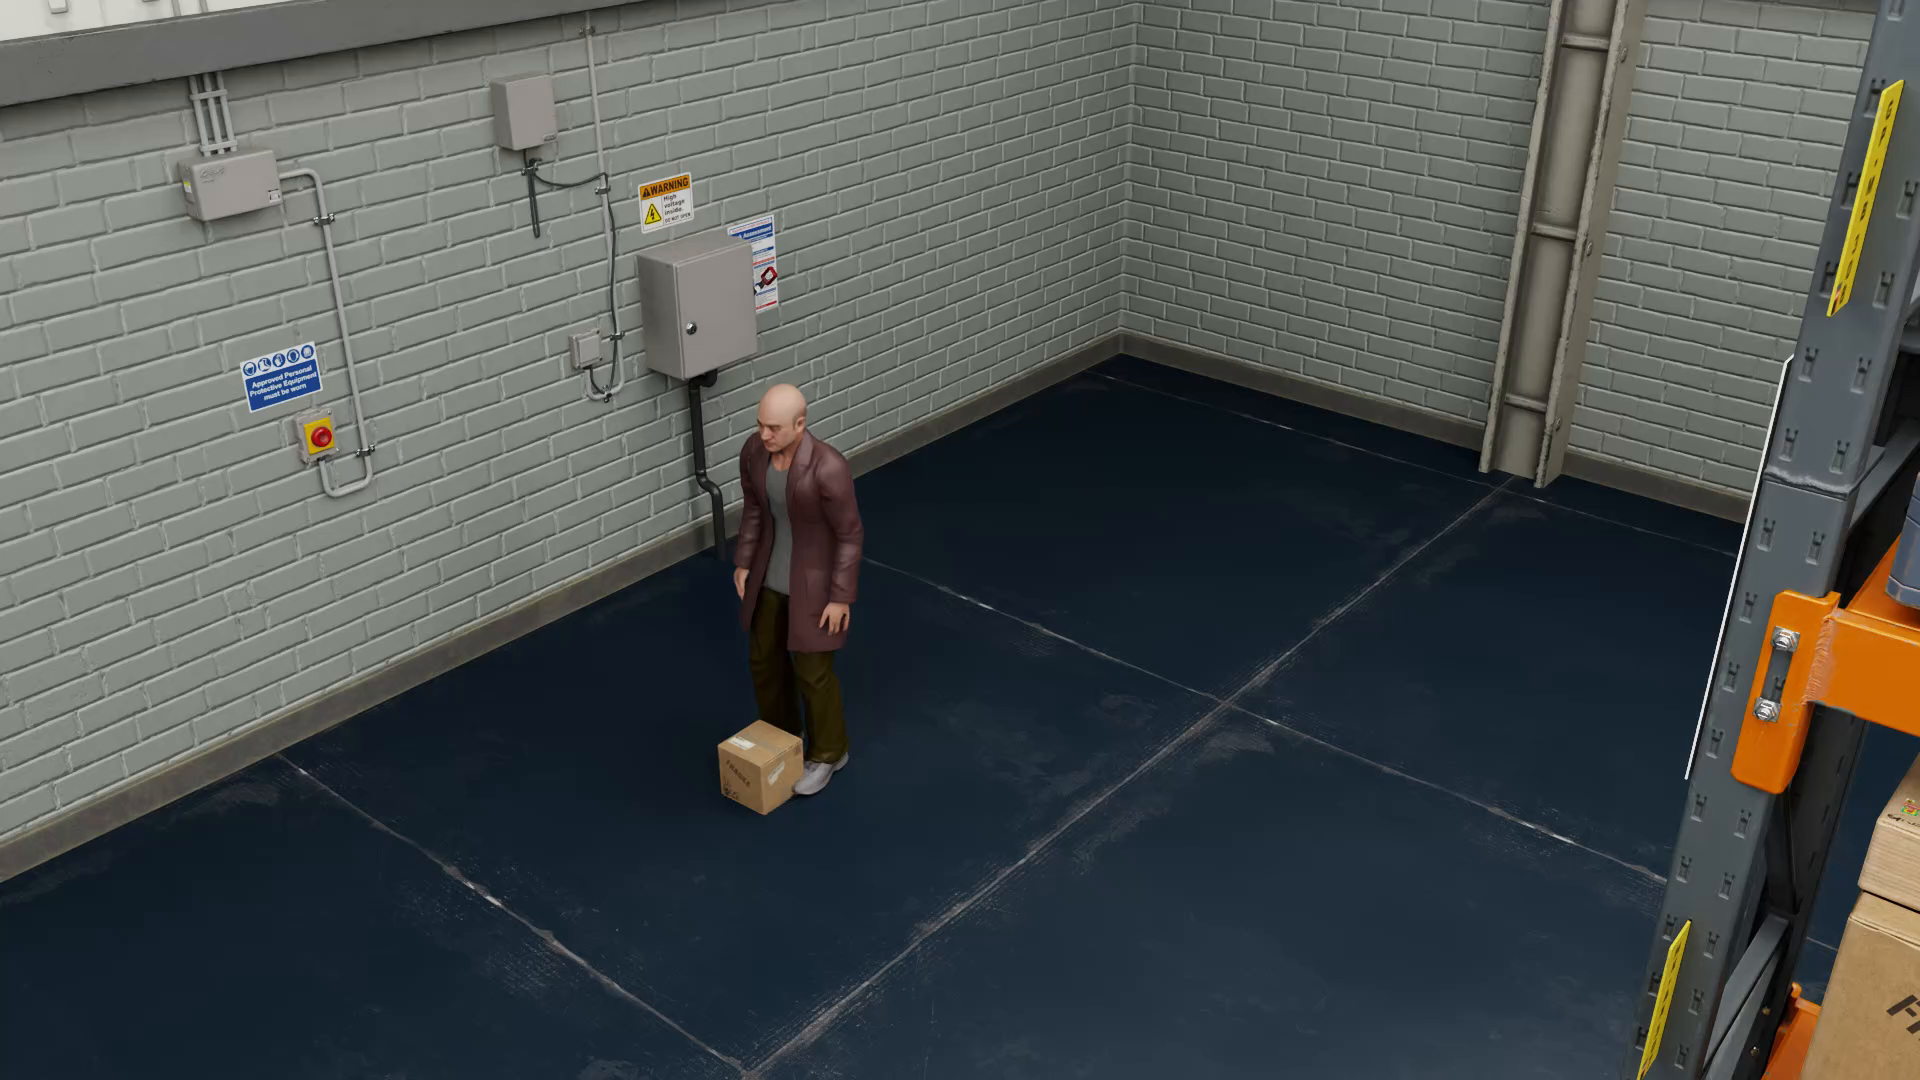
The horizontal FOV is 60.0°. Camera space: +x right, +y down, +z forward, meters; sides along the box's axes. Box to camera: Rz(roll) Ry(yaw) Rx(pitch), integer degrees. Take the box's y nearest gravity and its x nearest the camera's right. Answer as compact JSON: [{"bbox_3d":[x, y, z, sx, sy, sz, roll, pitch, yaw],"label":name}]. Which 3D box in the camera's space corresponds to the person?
[{"bbox_3d":[-0.673,0.180,6.782,0.631,1.773,0.427,19,33,33],"label":"person"}]
